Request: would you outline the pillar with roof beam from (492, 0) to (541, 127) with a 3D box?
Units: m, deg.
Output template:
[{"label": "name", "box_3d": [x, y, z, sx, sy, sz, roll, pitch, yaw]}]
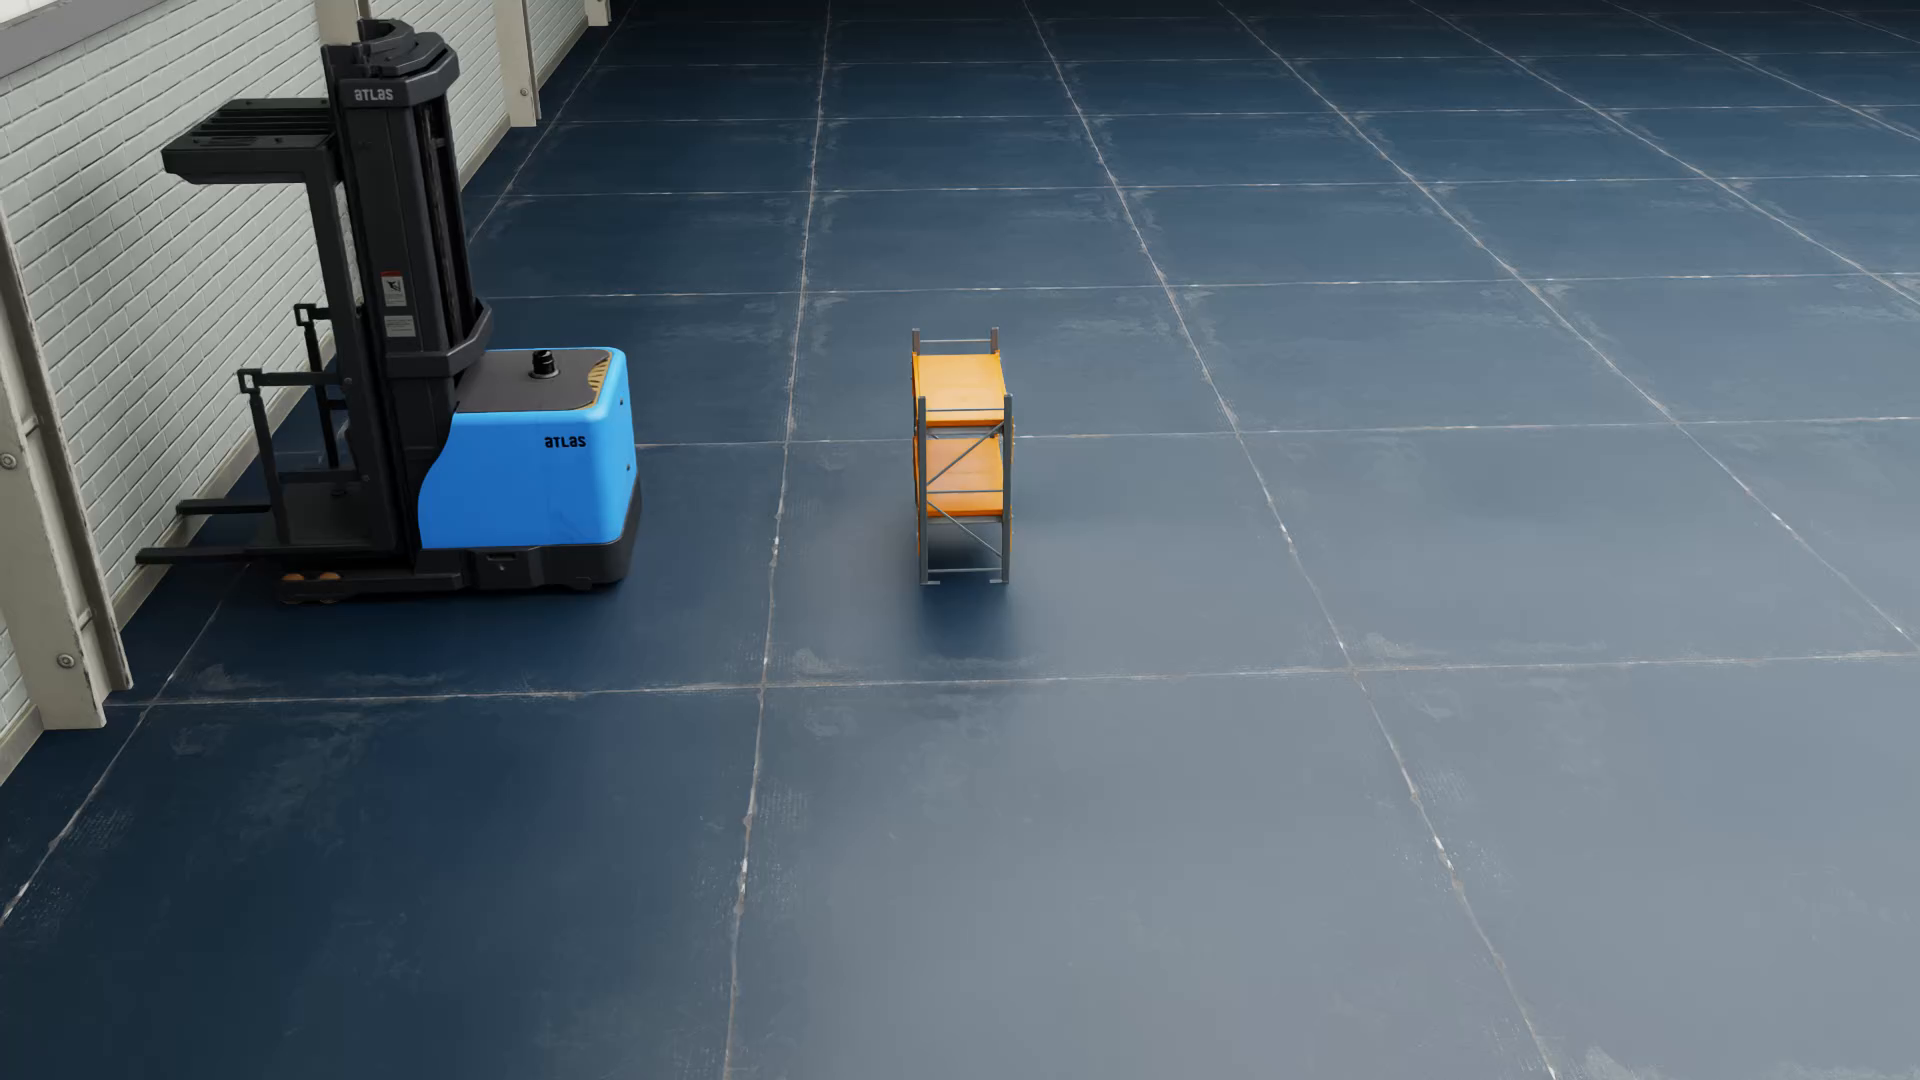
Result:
[{"label": "pillar with roof beam", "box_3d": [-0.625, -8.818, 16.926, 9.100, 9.000, 0.400, -1, 28, -3]}]

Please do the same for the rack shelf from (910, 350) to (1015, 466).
[{"label": "rack shelf", "box_3d": [0.000, -0.755, 9.349, 0.538, 0.278, 1.000, -1, 28, -3]}]

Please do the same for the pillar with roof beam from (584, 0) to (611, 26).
[{"label": "pillar with roof beam", "box_3d": [-0.939, -11.589, 22.239, 9.100, 9.000, 0.400, -1, 28, -3]}]

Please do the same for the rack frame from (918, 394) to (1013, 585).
[{"label": "rack frame", "box_3d": [0.027, -0.261, 9.034, 0.500, 1.125, 0.032, -1, 28, -3]}]

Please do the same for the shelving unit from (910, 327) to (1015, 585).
[{"label": "shelving unit", "box_3d": [0.000, -0.496, 9.484, 0.538, 1.125, 1.048, -1, 28, -3]}]

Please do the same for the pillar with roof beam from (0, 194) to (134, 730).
[{"label": "pillar with roof beam", "box_3d": [0.001, -3.276, 6.301, 9.100, 9.000, 0.400, -1, 28, -3]}]

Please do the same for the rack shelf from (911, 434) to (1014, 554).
[{"label": "rack shelf", "box_3d": [0.000, -0.279, 9.597, 0.538, 0.278, 1.000, -1, 28, -3]}]

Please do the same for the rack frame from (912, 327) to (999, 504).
[{"label": "rack frame", "box_3d": [-0.026, -0.730, 9.934, 0.500, 1.125, 0.032, -1, 28, -3]}]

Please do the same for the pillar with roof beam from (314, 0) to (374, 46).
[{"label": "pillar with roof beam", "box_3d": [-0.312, -6.047, 11.614, 9.100, 9.000, 0.400, -1, 28, -3]}]

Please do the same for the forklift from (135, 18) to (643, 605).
[{"label": "forklift", "box_3d": [-3.390, -1.200, 8.881, 3.031, 2.935, 1.130, -2, 28, -3]}]
